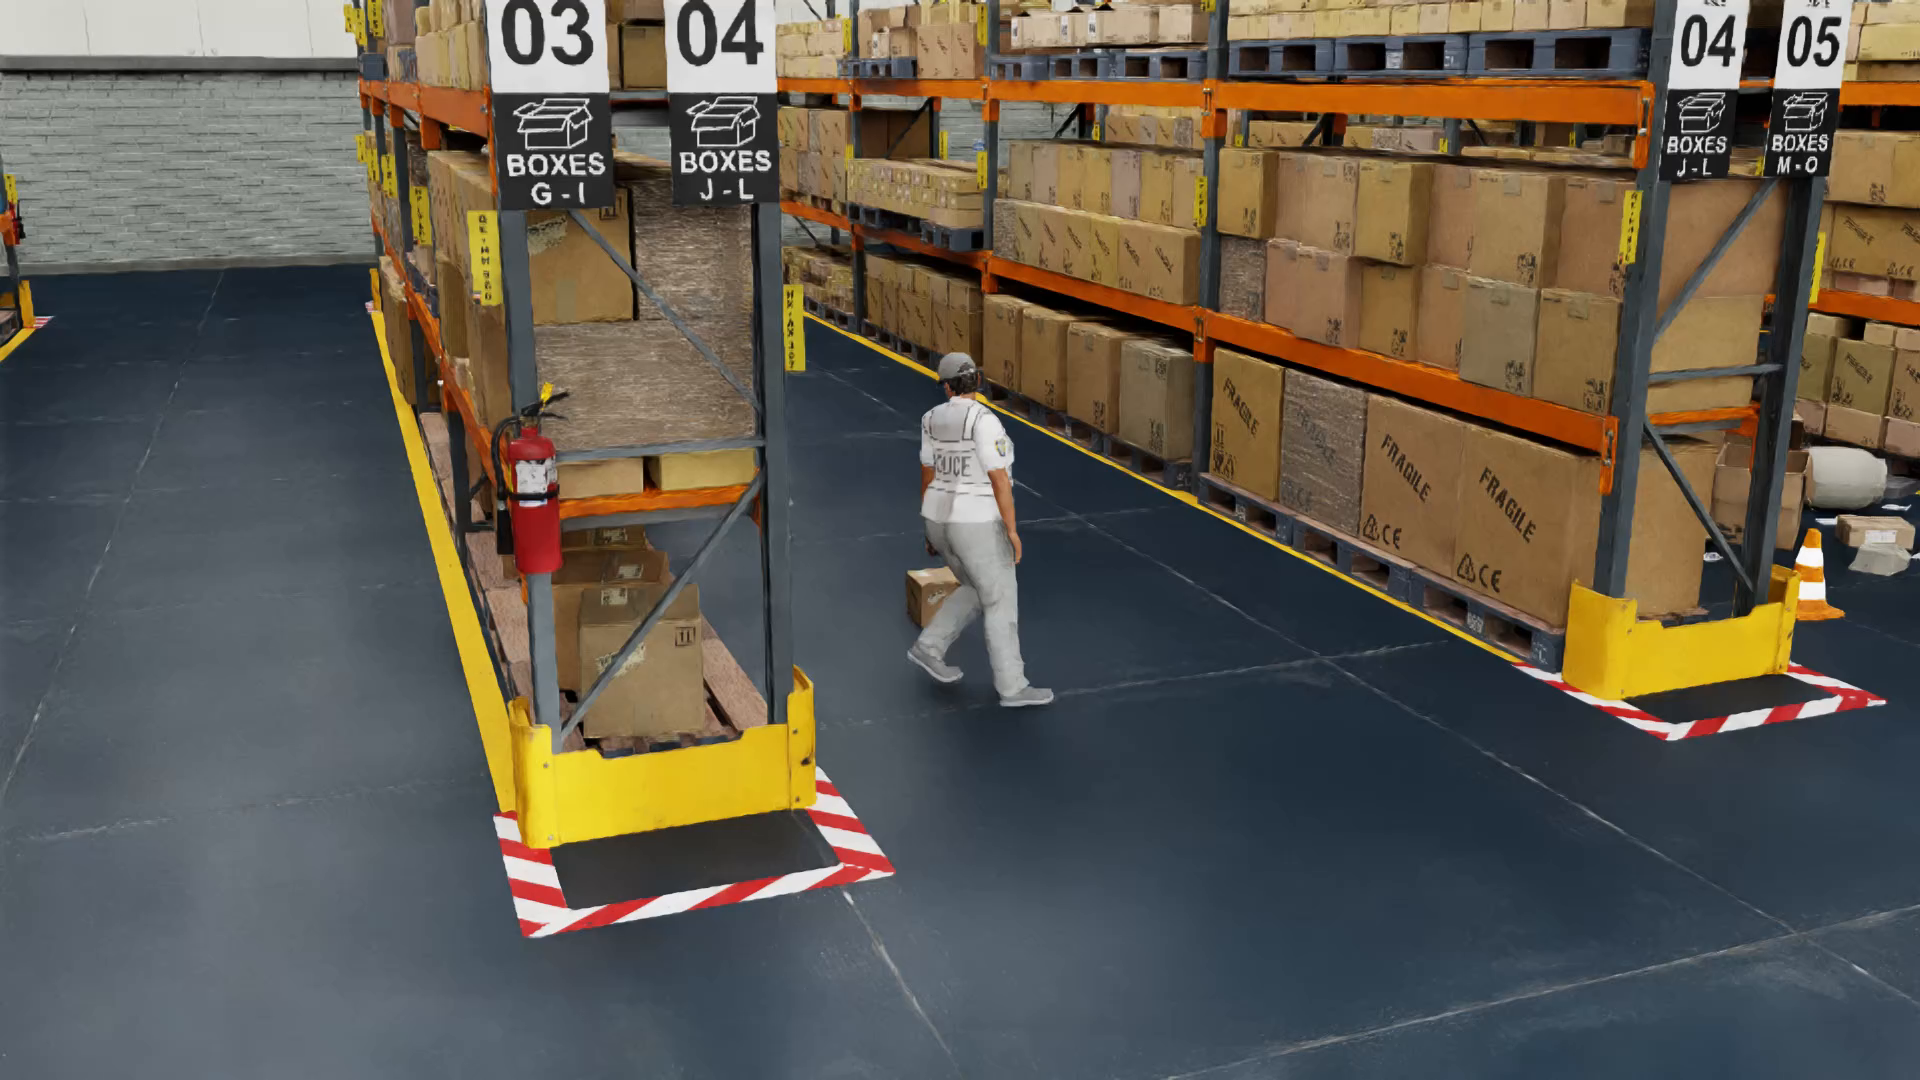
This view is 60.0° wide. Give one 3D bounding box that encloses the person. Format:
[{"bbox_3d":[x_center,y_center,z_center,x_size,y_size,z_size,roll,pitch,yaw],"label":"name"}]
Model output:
[{"bbox_3d":[0.099,-0.051,7.764,0.465,1.629,0.650,-11,19,-34],"label":"person"}]
